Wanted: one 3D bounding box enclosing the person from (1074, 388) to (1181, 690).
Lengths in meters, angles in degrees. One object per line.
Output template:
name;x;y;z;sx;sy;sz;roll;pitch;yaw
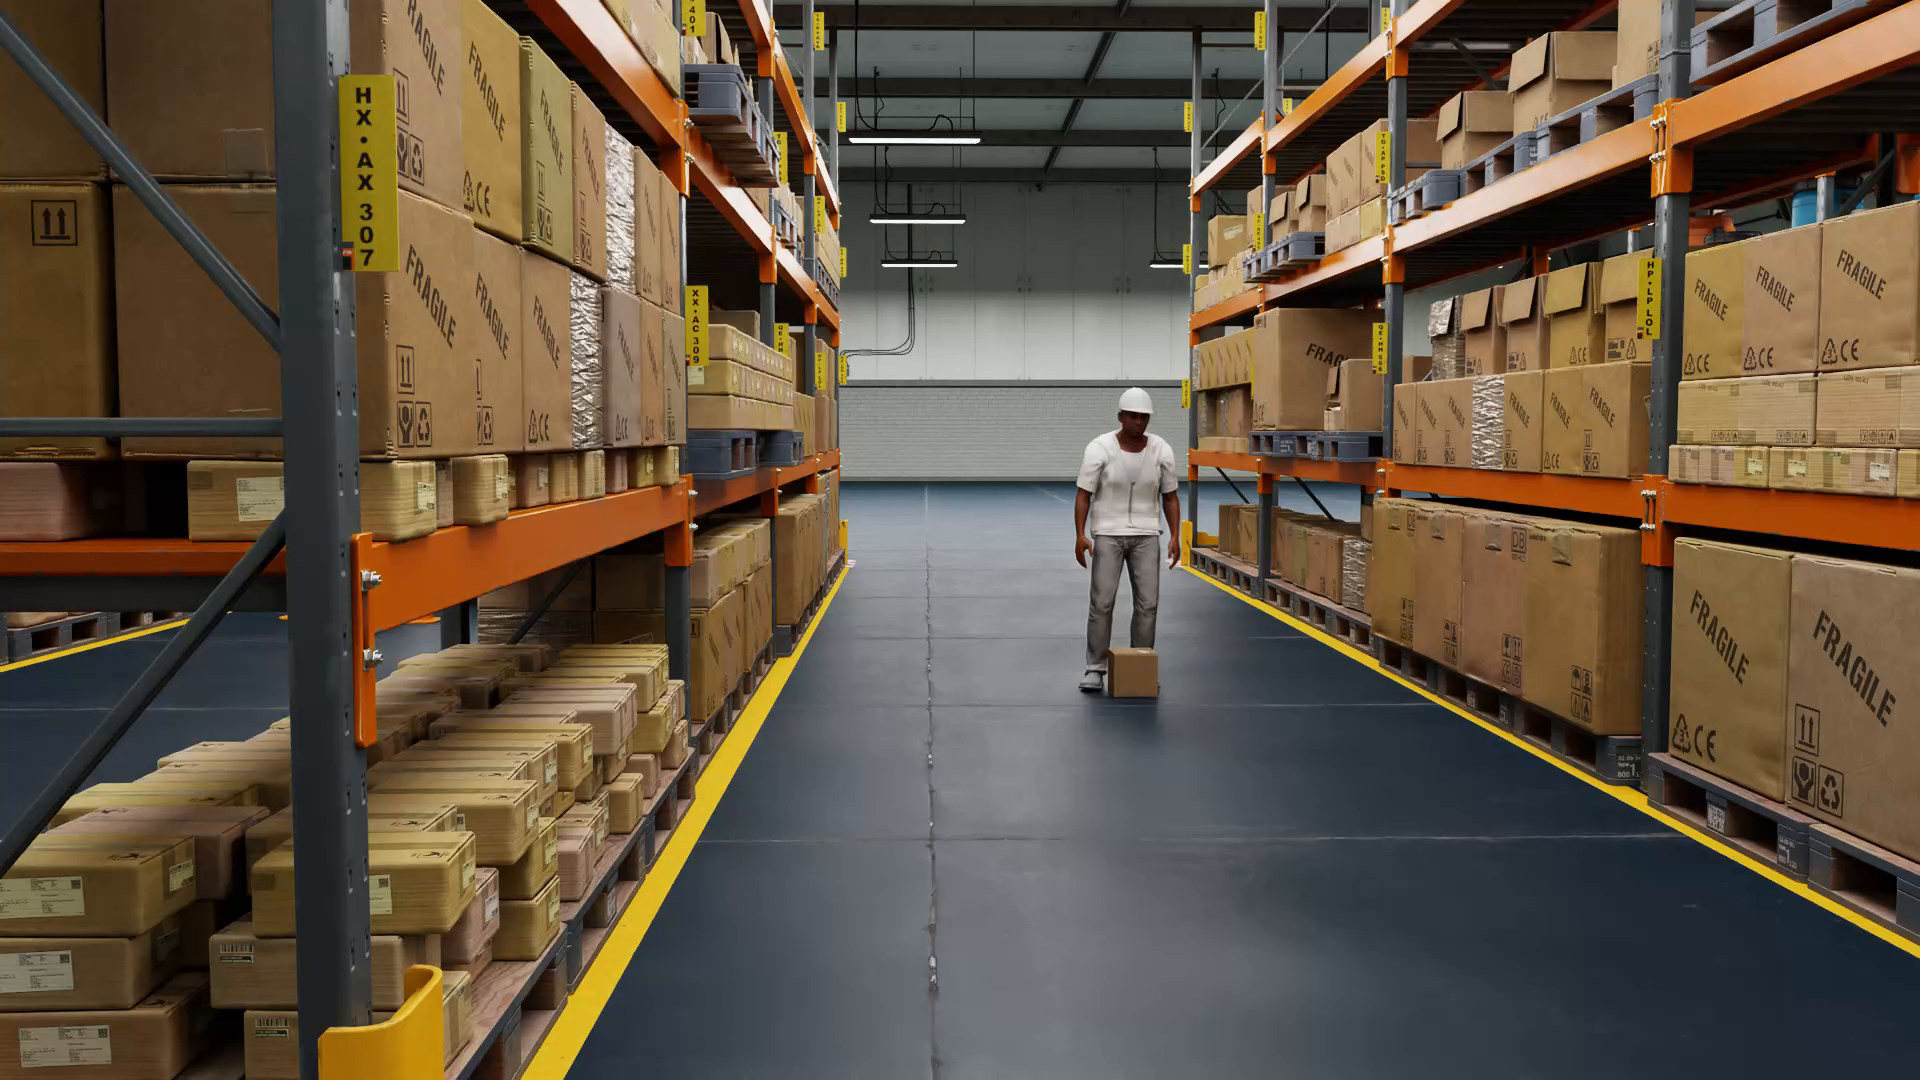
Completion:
person;0.983;-0.007;9.720;0.634;1.759;0.460;0;4;-5
